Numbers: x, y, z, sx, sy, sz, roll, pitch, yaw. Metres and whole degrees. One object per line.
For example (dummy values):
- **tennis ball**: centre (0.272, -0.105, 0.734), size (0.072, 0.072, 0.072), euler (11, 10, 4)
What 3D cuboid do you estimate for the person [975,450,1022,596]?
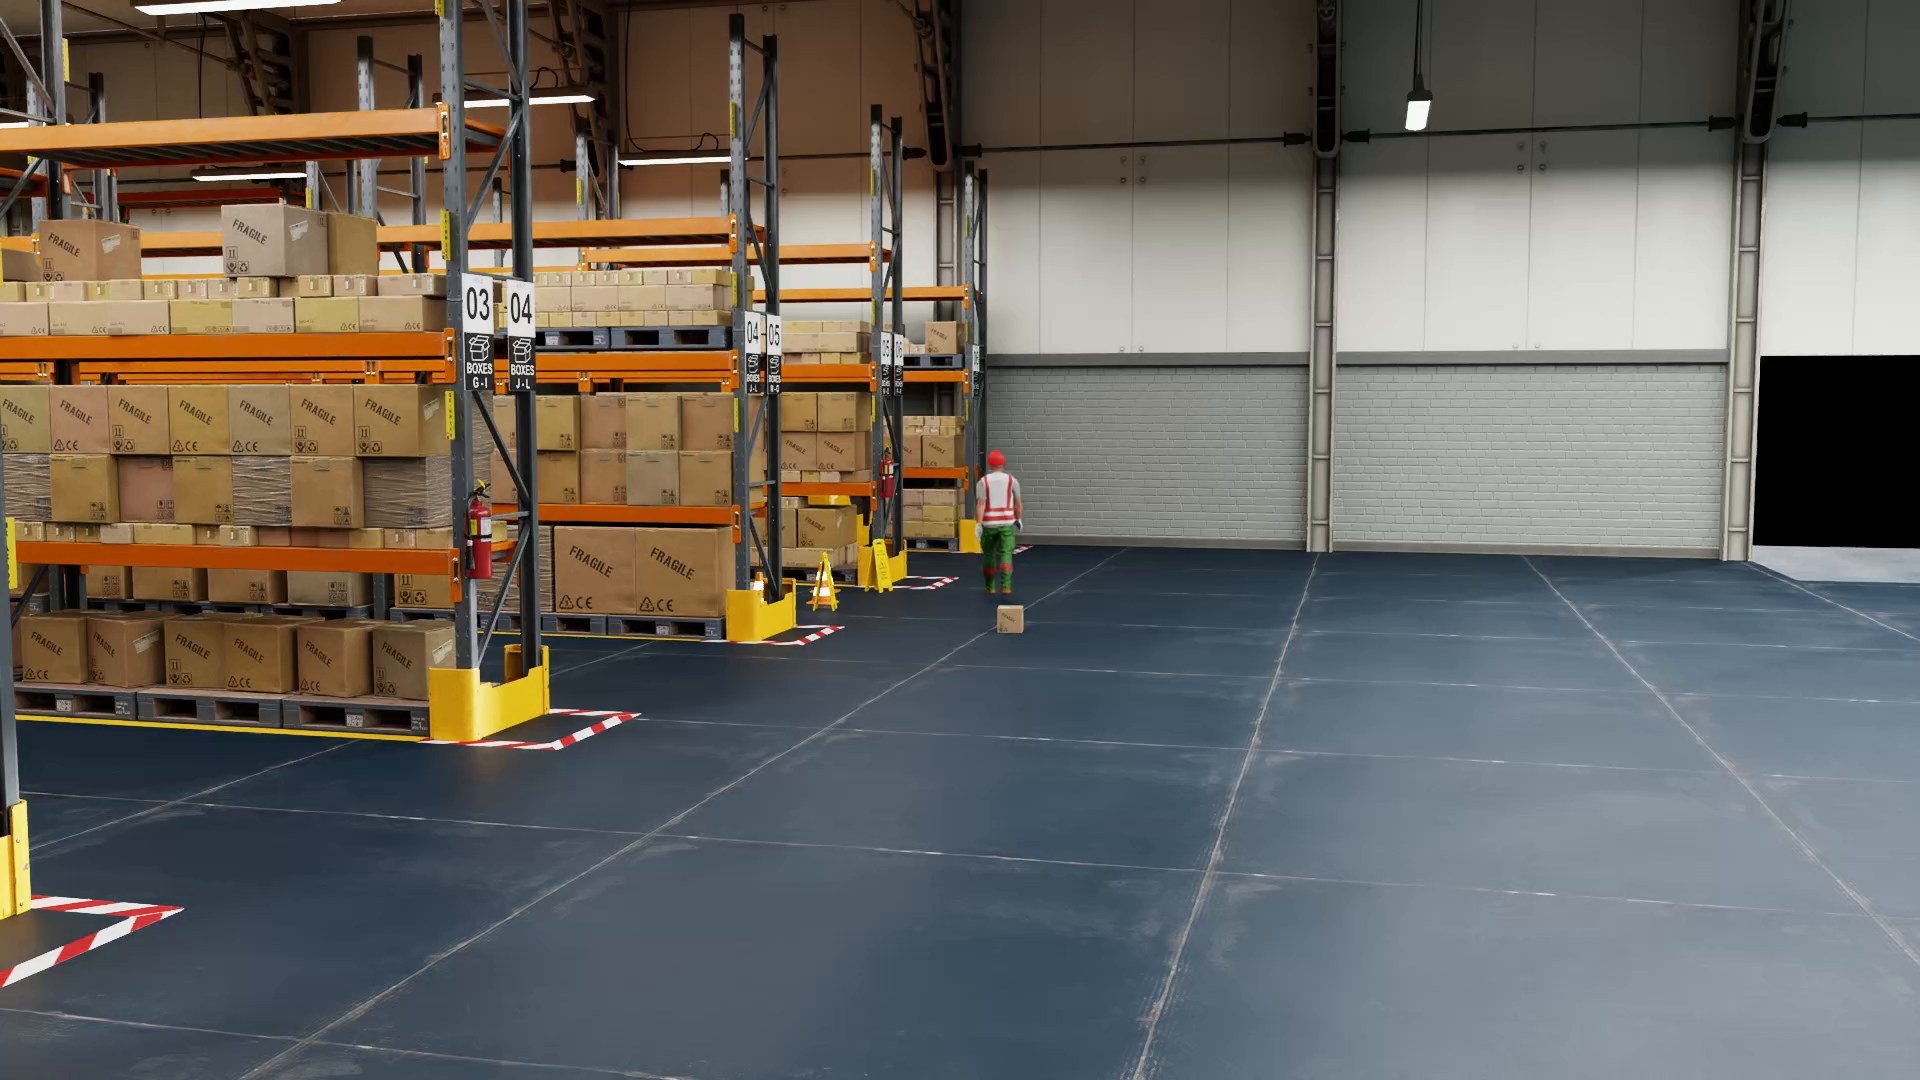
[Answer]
- **person**: centre (0.458, -0.194, 19.733), size (0.567, 1.745, 1.061), euler (0, 5, 1)
